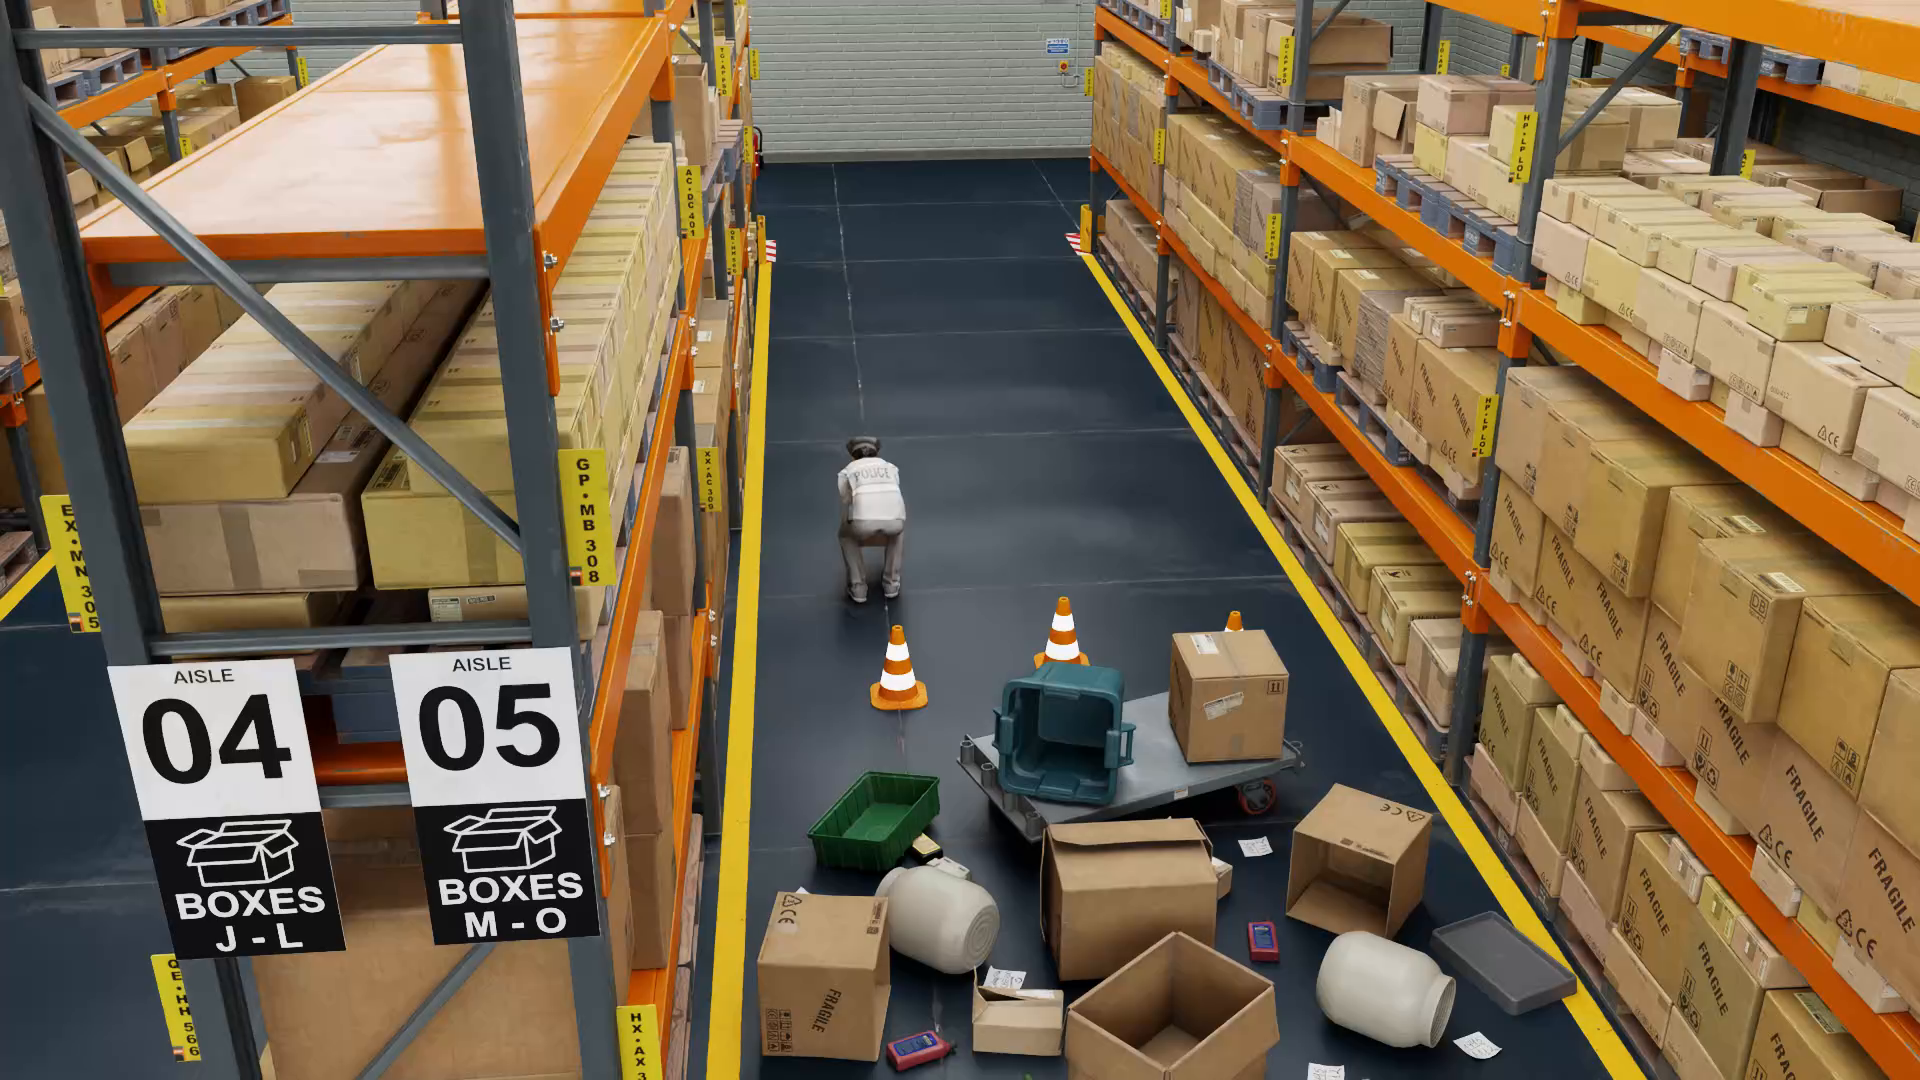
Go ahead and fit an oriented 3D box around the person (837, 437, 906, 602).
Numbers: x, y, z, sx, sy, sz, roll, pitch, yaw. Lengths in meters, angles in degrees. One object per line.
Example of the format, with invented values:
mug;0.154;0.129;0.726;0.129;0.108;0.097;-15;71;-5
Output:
person;-0.602;-0.137;11.259;0.462;0.982;0.912;-3;24;-8
